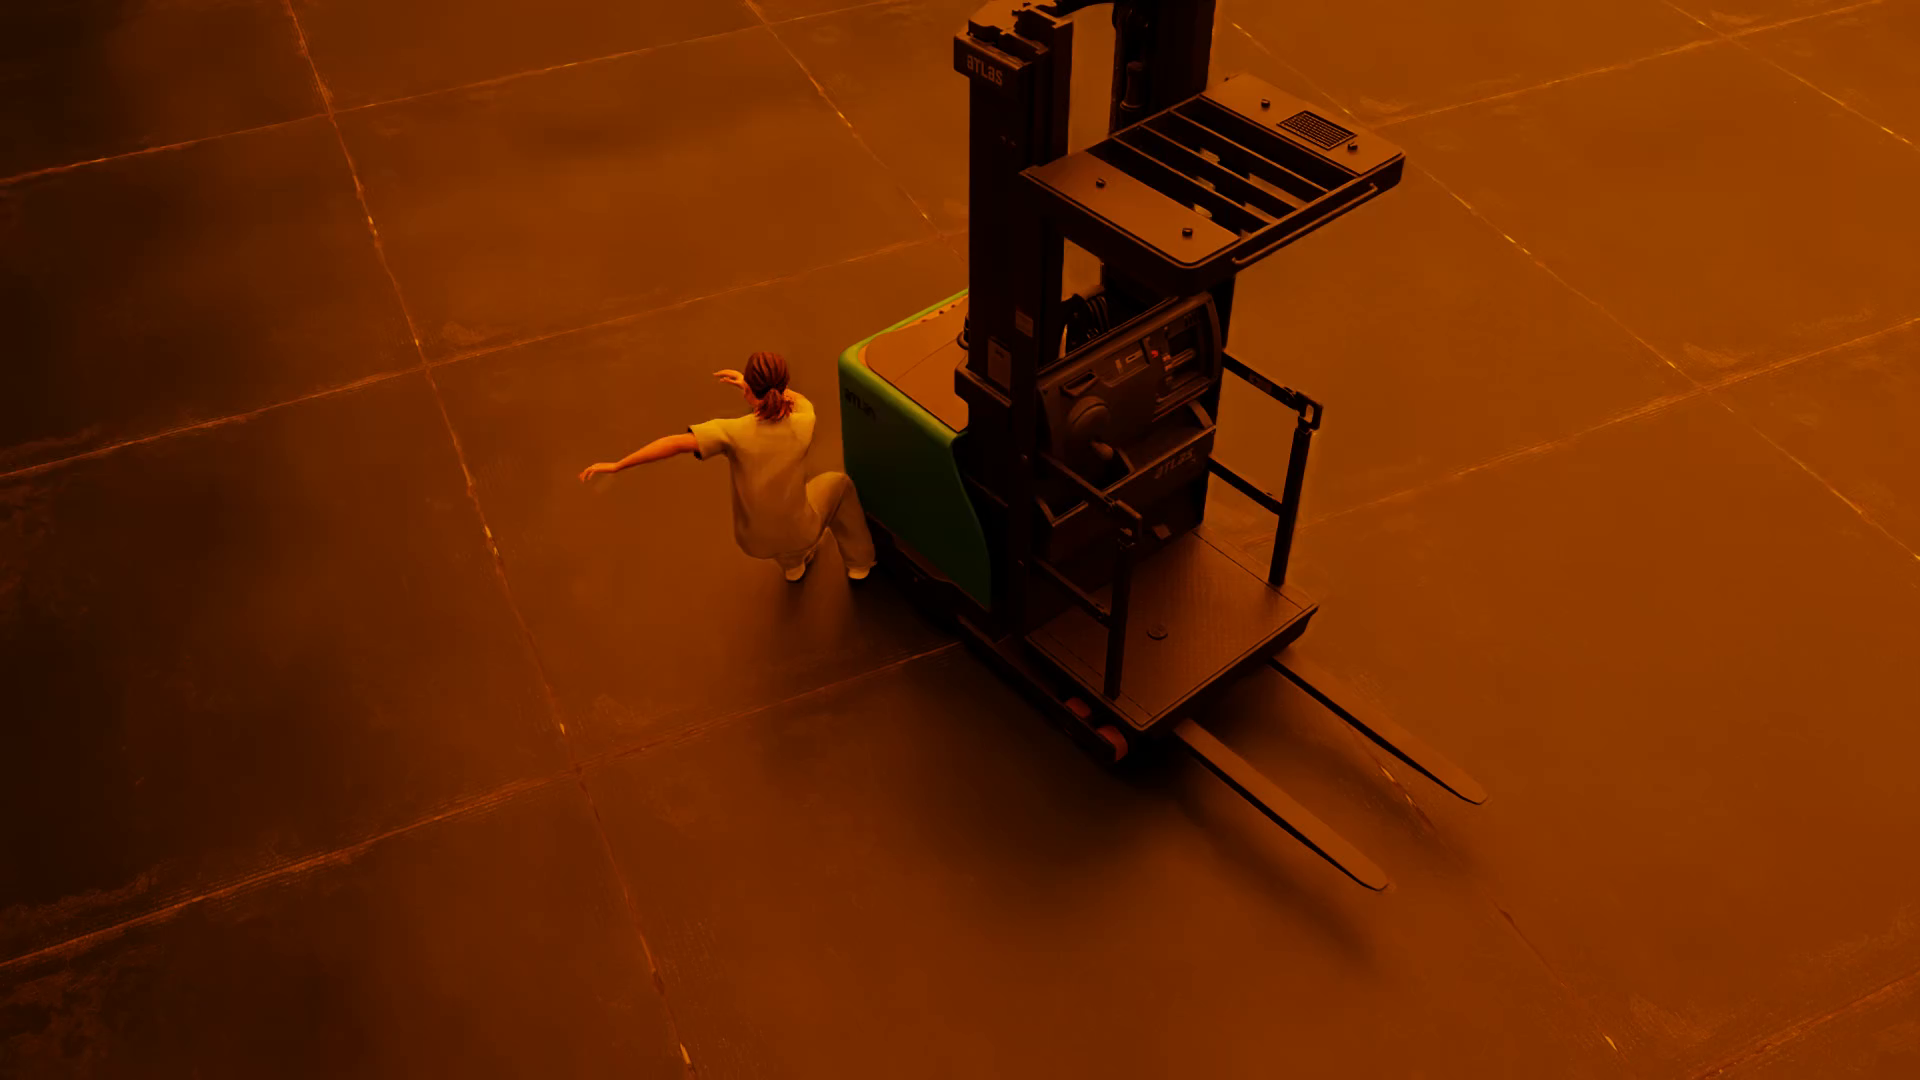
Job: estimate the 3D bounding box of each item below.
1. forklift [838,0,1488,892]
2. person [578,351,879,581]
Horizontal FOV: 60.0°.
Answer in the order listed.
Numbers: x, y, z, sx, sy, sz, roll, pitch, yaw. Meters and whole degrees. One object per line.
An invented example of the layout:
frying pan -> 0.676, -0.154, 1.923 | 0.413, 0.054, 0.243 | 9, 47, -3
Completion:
forklift -> 0.803, -0.545, 6.264 | 1.130, 2.935, 3.031 | -31, 51, -29
person -> -0.927, -0.199, 7.080 | 1.288, 1.360, 0.675 | -10, 44, -10
